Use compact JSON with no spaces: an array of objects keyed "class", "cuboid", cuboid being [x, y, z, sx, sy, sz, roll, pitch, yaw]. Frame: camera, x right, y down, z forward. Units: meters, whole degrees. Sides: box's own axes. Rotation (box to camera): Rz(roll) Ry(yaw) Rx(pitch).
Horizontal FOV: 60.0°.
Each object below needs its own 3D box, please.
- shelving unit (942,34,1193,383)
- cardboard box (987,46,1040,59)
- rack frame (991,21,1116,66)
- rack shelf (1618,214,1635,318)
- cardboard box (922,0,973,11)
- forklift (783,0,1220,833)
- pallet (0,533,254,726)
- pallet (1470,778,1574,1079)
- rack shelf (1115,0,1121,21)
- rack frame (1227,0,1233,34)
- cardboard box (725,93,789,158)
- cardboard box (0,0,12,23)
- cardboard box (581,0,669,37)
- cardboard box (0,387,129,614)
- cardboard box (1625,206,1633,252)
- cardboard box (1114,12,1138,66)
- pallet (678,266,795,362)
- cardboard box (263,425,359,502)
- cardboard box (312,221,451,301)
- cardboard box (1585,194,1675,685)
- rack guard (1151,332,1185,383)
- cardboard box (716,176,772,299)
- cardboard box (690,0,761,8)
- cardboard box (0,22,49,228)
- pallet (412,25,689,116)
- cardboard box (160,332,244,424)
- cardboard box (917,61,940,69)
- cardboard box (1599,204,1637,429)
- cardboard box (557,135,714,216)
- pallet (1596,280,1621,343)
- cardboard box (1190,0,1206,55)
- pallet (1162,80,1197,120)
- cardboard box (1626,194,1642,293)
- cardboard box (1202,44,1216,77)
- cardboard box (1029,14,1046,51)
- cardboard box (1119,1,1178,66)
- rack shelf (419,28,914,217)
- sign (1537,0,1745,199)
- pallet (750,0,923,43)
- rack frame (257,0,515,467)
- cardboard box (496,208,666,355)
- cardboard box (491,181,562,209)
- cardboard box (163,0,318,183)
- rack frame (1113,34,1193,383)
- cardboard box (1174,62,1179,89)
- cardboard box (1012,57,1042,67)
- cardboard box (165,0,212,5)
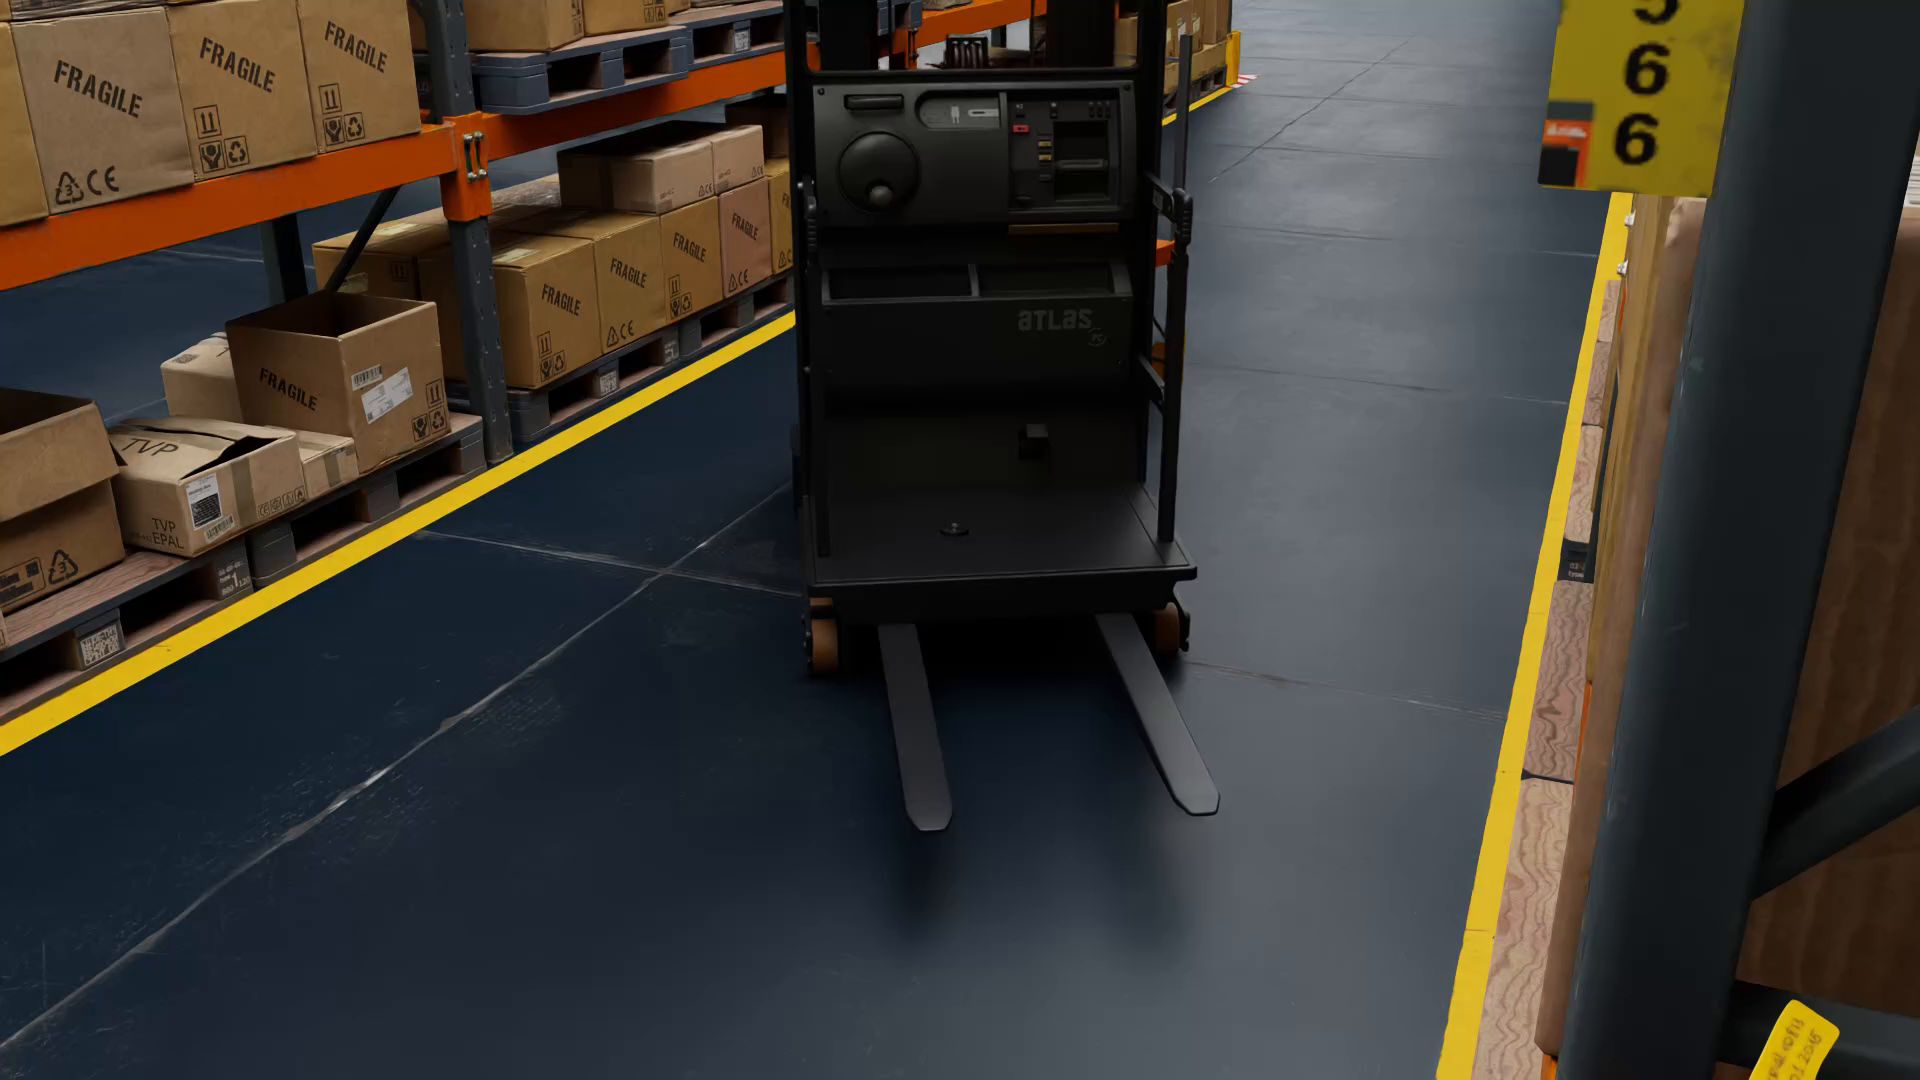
[{"class":"shelving unit","cuboid":[0.438,-1.275,6.856,0.587,1.500,1.083,16,28,33]},{"class":"cardboard box","cuboid":[0.350,-3.695,12.998,0.500,0.311,0.500,9,24,20]},{"class":"rack frame","cuboid":[0.735,-4.623,12.926,1.000,3.000,0.127,9,24,20]},{"class":"rack shelf","cuboid":[3.107,-1.436,6.230,1.077,0.370,4.000,9,24,20]},{"class":"cardboard box","cuboid":[-0.239,-3.443,10.216,0.500,0.311,0.500,8,24,19]},{"class":"forklift","cuboid":[0.073,-1.103,4.587,1.130,2.935,3.031,-2,23,-6]},{"class":"pallet","cuboid":[-2.945,0.210,4.973,1.003,0.211,1.213,9,24,20]},{"class":"pallet","cuboid":[1.557,0.933,3.242,1.003,0.211,1.213,9,24,20]},{"class":"rack shelf","cuboid":[1.478,-5.007,14.778,1.077,0.370,4.000,9,24,20]},{"class":"rack frame","cuboid":[2.220,-6.055,16.353,1.000,3.000,0.127,9,24,20]},{"class":"cardboard box","cuboid":[-0.898,-2.198,8.820,0.500,0.250,0.500,10,25,22]},{"class":"cardboard box","cuboid":[-2.748,-1.506,4.036,0.500,0.500,0.500,9,24,20]},{"class":"cardboard box","cuboid":[-1.657,-2.393,6.912,0.700,0.500,0.500,13,26,28]},{"class":"cardboard box","cuboid":[-2.930,-0.138,4.857,0.797,0.503,0.637,9,24,20]},{"class":"cardboard box","cuboid":[3.455,-1.441,7.553,0.750,0.750,0.750,8,24,19]},{"class":"cardboard box","cuboid":[1.198,-4.015,13.521,0.500,0.500,0.500,9,24,20]},{"class":"pallet","cuboid":[-1.518,-1.208,8.369,1.003,0.211,1.213,9,24,20]},{"class":"cardboard box","cuboid":[-2.269,-0.261,5.610,0.380,0.149,0.250,9,24,20]},{"class":"cardboard box","cuboid":[-2.320,-1.027,6.990,0.500,0.500,0.500,9,24,20]},{"class":"cardboard box","cuboid":[1.318,-0.205,1.961,0.980,0.700,0.700,9,24,20]},{"class":"rack guard","cuboid":[0.734,-0.853,7.466,0.587,0.250,0.087,16,28,33]},{"class":"cardboard box","cuboid":[-1.262,-1.499,8.120,0.500,0.500,0.500,8,24,18]},{"class":"cardboard box","cuboid":[-1.397,-2.890,8.103,0.700,0.500,0.500,14,26,30]},{"class":"cardboard box","cuboid":[-2.750,-1.039,4.217,0.500,0.500,0.500,9,24,21]},{"class":"pallet","cuboid":[-1.839,-1.942,6.757,1.003,0.211,1.213,9,24,20]},{"class":"cardboard box","cuboid":[-2.594,-0.603,6.220,0.500,0.311,0.500,9,24,20]},{"class":"cardboard box","cuboid":[-0.032,-3.331,12.128,0.500,0.311,0.500,8,24,18]},{"class":"cardboard box","cuboid":[2.812,-0.824,6.075,0.750,0.750,0.750,10,24,22]},{"class":"cardboard box","cuboid":[-1.460,-1.652,7.513,0.500,0.250,0.500,9,24,20]},{"class":"pallet","cuboid":[3.487,-0.926,7.692,1.003,0.211,1.213,9,24,20]},{"class":"cardboard box","cuboid":[1.940,-4.731,15.234,0.500,0.500,0.500,9,24,20]},{"class":"pallet","cuboid":[1.521,-4.053,15.179,1.003,0.211,1.213,9,24,20]},{"class":"cardboard box","cuboid":[1.871,-0.739,3.237,0.980,0.700,0.700,8,24,19]},{"class":"cardboard box","cuboid":[2.121,-4.565,15.809,0.500,0.250,0.500,9,24,20]},{"class":"cardboard box","cuboid":[0.901,-4.269,14.127,0.500,0.500,0.500,9,24,20]},{"class":"cardboard box","cuboid":[1.569,-4.373,14.377,0.500,0.500,0.500,9,24,20]},{"class":"rack shelf","cuboid":[-1.494,-2.144,7.925,1.077,0.370,4.000,9,24,20]},{"class":"sign","cuboid":[0.379,-0.347,0.880,0.100,0.325,0.005,9,24,20]},{"class":"pallet","cuboid":[-0.938,-2.851,8.932,1.213,0.211,1.003,9,24,20]},{"class":"rack frame","cuboid":[-2.237,-1.760,6.072,1.000,3.000,0.127,9,24,20]},{"class":"cardboard box","cuboid":[-1.643,-1.141,7.261,0.500,0.500,0.500,9,24,21]},{"class":"cardboard box","cuboid":[-1.942,-1.383,7.841,0.500,0.500,0.500,9,24,21]},{"class":"cardboard box","cuboid":[-2.375,-1.406,5.095,0.500,0.500,0.500,9,24,22]},{"class":"rack frame","cuboid":[0.746,-1.435,7.239,0.500,1.500,0.032,16,28,33]},{"class":"cardboard box","cuboid":[1.750,-4.207,14.952,0.500,0.250,0.500,9,24,20]},{"class":"cardboard box","cuboid":[0.663,-3.434,12.374,0.500,0.311,0.500,9,24,22]},{"class":"cardboard box","cuboid":[-2.372,-1.866,4.899,0.500,0.500,0.500,8,24,19]}]
